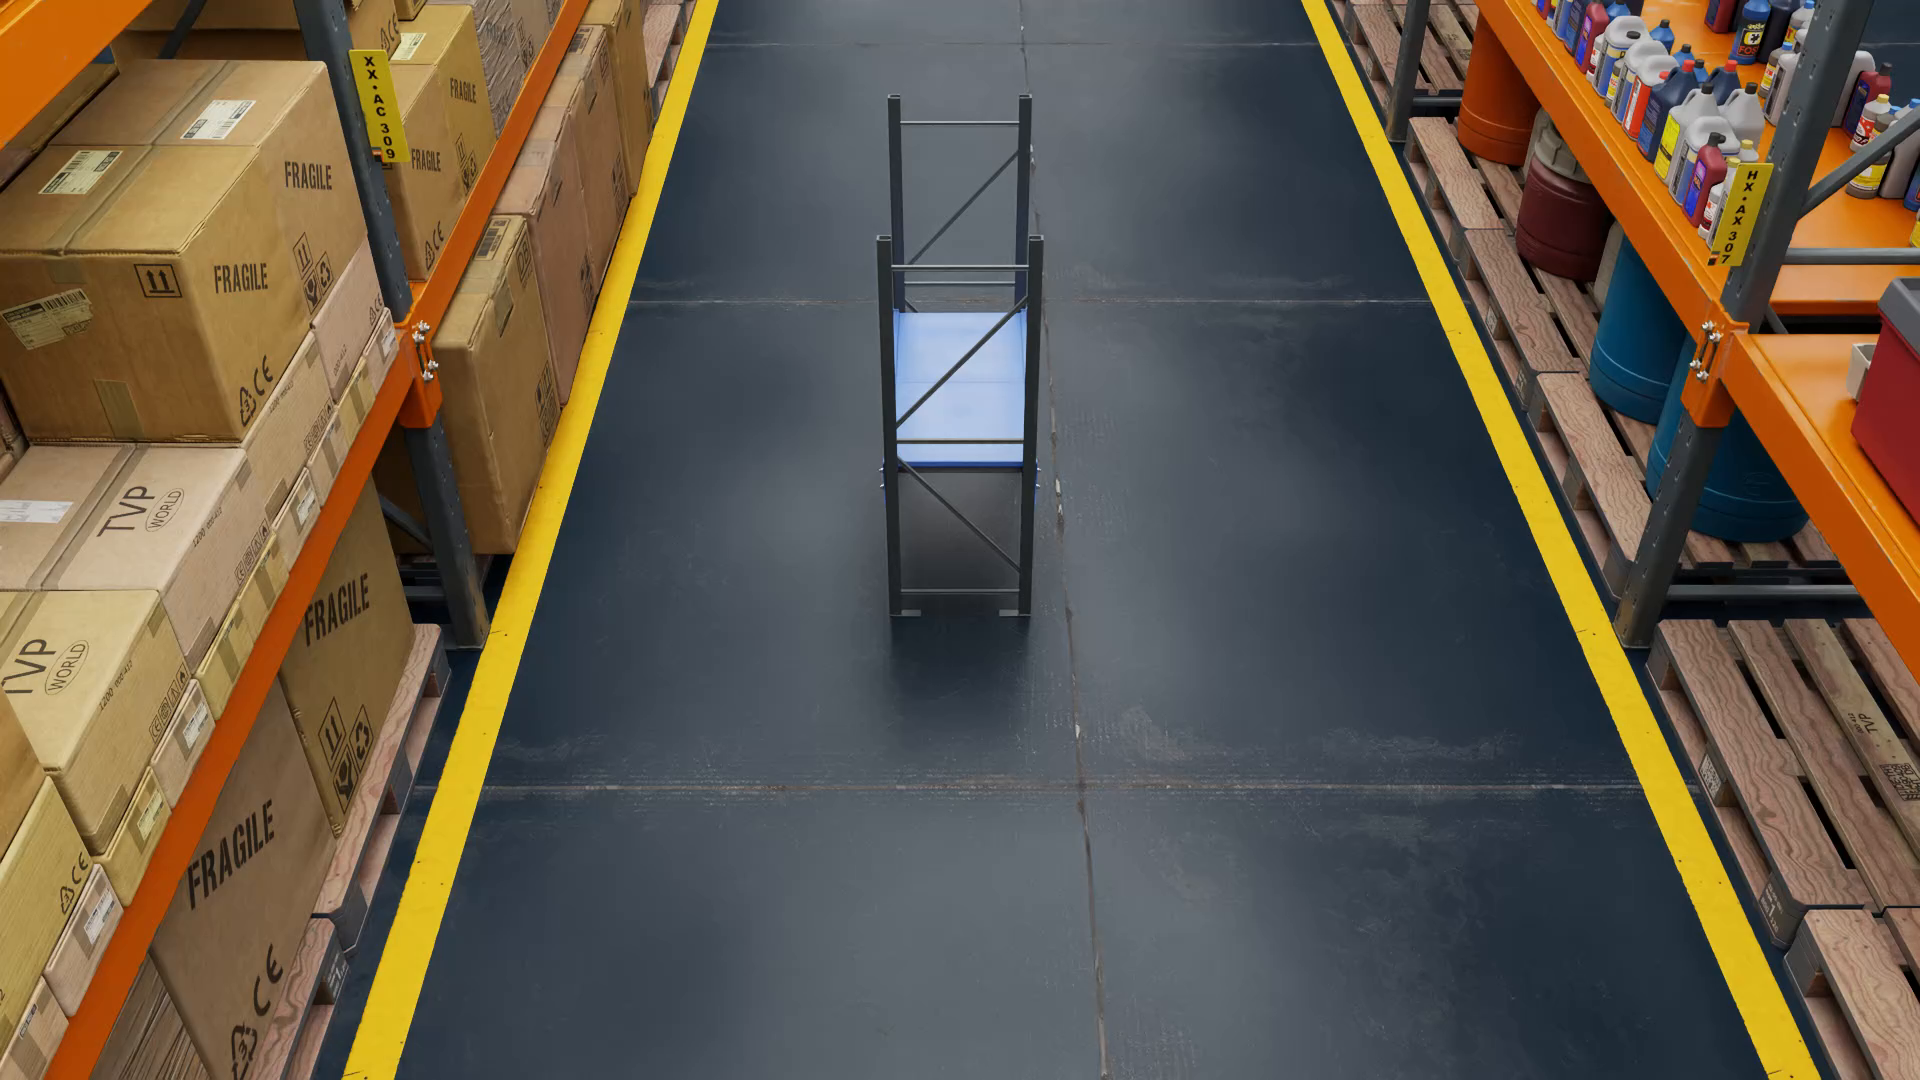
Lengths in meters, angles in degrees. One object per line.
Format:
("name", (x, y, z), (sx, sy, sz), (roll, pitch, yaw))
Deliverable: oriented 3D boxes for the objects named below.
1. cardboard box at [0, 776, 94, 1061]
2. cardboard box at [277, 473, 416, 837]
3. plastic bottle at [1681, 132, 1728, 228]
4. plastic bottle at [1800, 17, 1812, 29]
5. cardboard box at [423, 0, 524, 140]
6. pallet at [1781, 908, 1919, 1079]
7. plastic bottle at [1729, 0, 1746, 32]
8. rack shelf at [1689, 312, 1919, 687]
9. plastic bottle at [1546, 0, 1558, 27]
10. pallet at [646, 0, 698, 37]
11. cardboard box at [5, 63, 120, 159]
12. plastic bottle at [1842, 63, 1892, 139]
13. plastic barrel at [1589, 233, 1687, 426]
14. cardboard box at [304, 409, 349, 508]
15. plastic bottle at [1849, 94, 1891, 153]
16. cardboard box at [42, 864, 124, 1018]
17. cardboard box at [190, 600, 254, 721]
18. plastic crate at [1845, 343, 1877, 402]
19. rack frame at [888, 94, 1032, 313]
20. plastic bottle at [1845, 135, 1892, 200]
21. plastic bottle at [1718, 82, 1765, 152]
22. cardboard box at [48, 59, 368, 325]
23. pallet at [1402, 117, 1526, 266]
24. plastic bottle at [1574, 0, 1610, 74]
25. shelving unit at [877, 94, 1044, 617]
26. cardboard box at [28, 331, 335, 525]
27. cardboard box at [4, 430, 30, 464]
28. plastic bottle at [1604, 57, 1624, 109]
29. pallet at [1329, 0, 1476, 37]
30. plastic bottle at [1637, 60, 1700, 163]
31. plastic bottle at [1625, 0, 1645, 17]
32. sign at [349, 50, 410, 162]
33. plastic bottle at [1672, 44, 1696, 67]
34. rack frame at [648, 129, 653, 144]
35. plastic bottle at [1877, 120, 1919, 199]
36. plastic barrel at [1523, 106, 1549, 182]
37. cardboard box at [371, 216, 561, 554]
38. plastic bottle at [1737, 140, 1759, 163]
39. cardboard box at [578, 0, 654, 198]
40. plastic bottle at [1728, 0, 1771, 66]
("cardboard box", (-1.884, 0.681, 2.883), (0.500, 0.250, 0.500), (-1, 39, -2))
("cardboard box", (-2.233, 0.255, 4.896), (0.875, 0.875, 0.875), (0, 39, 0))
("plastic bottle", (2.430, -1.172, 5.407), (0.061, 0.283, 0.133), (0, 39, 0))
("plastic bottle", (3.206, -1.863, 6.279), (0.097, 0.271, 0.097), (0, 39, 0))
("cardboard box", (-1.906, -1.777, 5.989), (0.500, 0.500, 0.500), (-1, 39, -1))
("pallet", (2.843, 1.486, 4.227), (1.003, 0.211, 1.213), (0, 39, 0))
("plastic bottle", (3.182, -2.242, 6.688), (0.144, 0.351, 0.185), (0, 39, 0))
("rack shelf", (2.802, 0.705, 3.547), (1.077, 0.370, 4.000), (0, 39, 0))
("plastic bottle", (2.446, -2.212, 6.715), (0.097, 0.271, 0.097), (0, 39, 0))
("pallet", (-2.156, -3.486, 10.431), (1.003, 0.211, 1.213), (0, 39, 0))
("cardboard box", (-2.409, -0.874, 4.224), (0.500, 0.500, 0.500), (0, 39, 0))
("plastic bottle", (3.225, -1.566, 5.899), (0.061, 0.283, 0.133), (0, 39, 0))
("plastic barrel", (2.815, -0.955, 6.385), (0.600, 0.901, 0.708), (0, 39, 0))
("cardboard box", (-1.825, -0.213, 4.318), (0.380, 0.149, 0.250), (-1, 39, -1))
("plastic bottle", (3.207, -1.462, 5.834), (0.097, 0.201, 0.097), (0, 39, 0))
("cardboard box", (-1.823, 0.750, 3.116), (0.380, 0.149, 0.250), (0, 39, -1))
("cardboard box", (-1.824, 0.269, 3.716), (0.380, 0.149, 0.250), (-1, 39, -1))
("plastic crate", (2.657, -0.456, 4.583), (0.396, 0.136, 0.243), (0, 39, 0))
("rack frame", (-0.001, -0.956, 6.244), (0.500, 1.500, 0.032), (0, 39, 0))
("plastic bottle", (3.055, -1.256, 5.577), (0.097, 0.201, 0.097), (0, 39, 0))
("plastic bottle", (2.615, -1.382, 5.615), (0.144, 0.351, 0.185), (0, 39, 0))
("cardboard box", (-1.886, -0.886, 4.239), (0.500, 0.500, 0.500), (1, 39, 1))
("pallet", (2.837, -1.747, 8.261), (1.003, 0.211, 1.213), (0, 39, 0))
("plastic bottle", (2.428, -1.945, 6.372), (0.061, 0.283, 0.133), (0, 39, 0))
("shelving unit", (0.000, -0.639, 5.848), (0.538, 1.500, 1.048), (0, 39, 0))
("cardboard box", (-1.887, -0.281, 4.084), (0.500, 0.250, 0.500), (1, 39, 1))
("cardboard box", (-2.419, -0.276, 4.077), (0.500, 0.250, 0.500), (0, 39, 0))
("plastic bottle", (2.447, -1.696, 6.126), (0.097, 0.201, 0.097), (0, 39, 0))
("pallet", (2.834, -3.485, 10.430), (1.003, 0.211, 1.213), (0, 39, 0))
("plastic bottle", (2.471, -1.498, 5.759), (0.144, 0.351, 0.185), (0, 39, 0))
("plastic bottle", (2.622, -2.155, 6.580), (0.144, 0.351, 0.185), (0, 39, 0))
("sign", (-1.598, -1.193, 4.585), (0.100, 0.325, 0.005), (0, 39, 0))
("plastic bottle", (2.599, -1.662, 6.029), (0.097, 0.271, 0.097), (0, 39, 0))
("rack frame", (-2.158, -3.324, 8.000), (1.000, 3.000, 0.127), (0, 39, 0))
("plastic bottle", (3.180, -1.297, 5.569), (0.152, 0.276, 0.135), (0, 39, 0))
("plastic barrel", (2.902, -1.862, 7.829), (0.421, 0.512, 0.421), (0, 39, 0))
("cardboard box", (-2.174, -0.558, 5.911), (1.225, 0.875, 0.875), (0, 39, 0))
("plastic bottle", (2.600, -1.236, 5.552), (0.097, 0.201, 0.097), (0, 39, 0))
("cardboard box", (-2.178, -2.228, 7.994), (1.225, 0.875, 0.875), (-2, 39, -2))
("plastic bottle", (3.061, -1.984, 6.430), (0.097, 0.271, 0.097), (0, 39, 0))
